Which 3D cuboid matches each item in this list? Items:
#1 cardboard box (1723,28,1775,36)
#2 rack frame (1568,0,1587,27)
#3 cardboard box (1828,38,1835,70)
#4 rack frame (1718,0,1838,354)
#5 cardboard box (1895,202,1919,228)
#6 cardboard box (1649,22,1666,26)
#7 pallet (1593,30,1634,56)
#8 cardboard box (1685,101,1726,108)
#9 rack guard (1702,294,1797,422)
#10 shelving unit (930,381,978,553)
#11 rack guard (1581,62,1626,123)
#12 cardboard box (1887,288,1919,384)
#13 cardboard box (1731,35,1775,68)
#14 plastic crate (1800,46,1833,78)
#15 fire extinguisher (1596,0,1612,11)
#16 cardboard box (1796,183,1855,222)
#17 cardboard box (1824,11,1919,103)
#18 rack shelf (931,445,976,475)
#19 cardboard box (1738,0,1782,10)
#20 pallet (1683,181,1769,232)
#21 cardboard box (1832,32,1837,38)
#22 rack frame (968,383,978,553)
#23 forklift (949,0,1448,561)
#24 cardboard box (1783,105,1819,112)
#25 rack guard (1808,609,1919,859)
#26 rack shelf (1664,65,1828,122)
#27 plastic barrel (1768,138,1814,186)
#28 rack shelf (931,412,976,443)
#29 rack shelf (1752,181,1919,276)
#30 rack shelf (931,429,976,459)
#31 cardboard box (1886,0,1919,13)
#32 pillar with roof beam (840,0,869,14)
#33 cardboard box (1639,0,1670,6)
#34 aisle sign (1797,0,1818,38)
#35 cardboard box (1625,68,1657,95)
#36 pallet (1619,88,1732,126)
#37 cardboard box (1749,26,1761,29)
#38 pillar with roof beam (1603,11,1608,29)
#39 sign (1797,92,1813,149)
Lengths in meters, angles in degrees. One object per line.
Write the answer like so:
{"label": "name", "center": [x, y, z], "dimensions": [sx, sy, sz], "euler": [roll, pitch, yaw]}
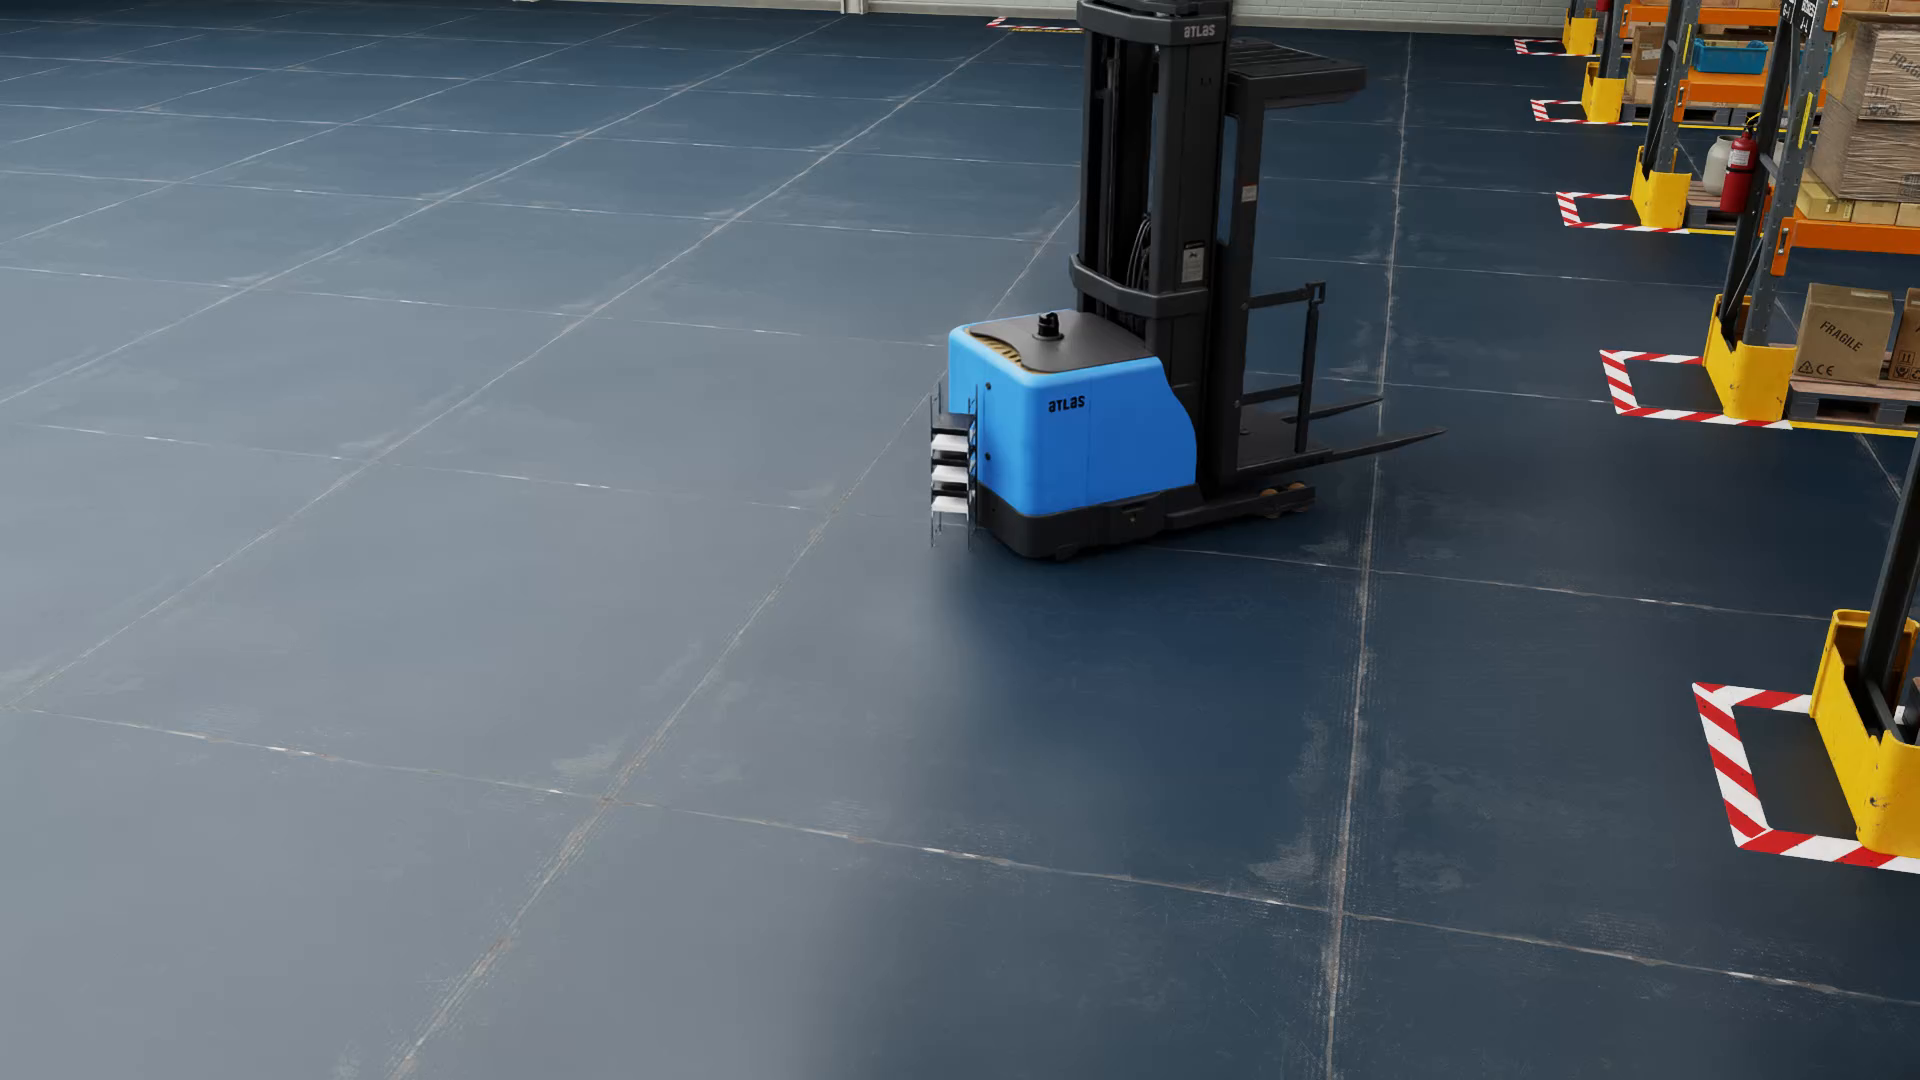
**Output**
{"label": "cardboard box", "center": [9.312, -5.764, 19.706], "dimensions": [0.500, 0.500, 0.500], "euler": [6, 26, 13]}
{"label": "rack frame", "center": [8.977, -8.575, 23.771], "dimensions": [0.127, 3.000, 1.000], "euler": [6, 26, 13]}
{"label": "cardboard box", "center": [10.151, -5.440, 19.024], "dimensions": [0.500, 0.500, 0.500], "euler": [6, 26, 13]}
{"label": "rack frame", "center": [5.276, -2.388, 10.777], "dimensions": [0.127, 3.000, 1.000], "euler": [6, 26, 13]}
{"label": "cardboard box", "center": [5.968, -2.077, 10.416], "dimensions": [0.250, 0.149, 0.380], "euler": [6, 26, 13]}
{"label": "cardboard box", "center": [10.177, -7.387, 23.892], "dimensions": [0.500, 0.311, 0.500], "euler": [9, 27, 17]}
{"label": "pallet", "center": [9.828, -7.206, 24.140], "dimensions": [1.213, 0.211, 1.003], "euler": [6, 26, 13]}
{"label": "cardboard box", "center": [8.696, -5.258, 19.515], "dimensions": [0.500, 0.250, 0.500], "euler": [6, 26, 13]}
{"label": "rack guard", "center": [5.349, -1.252, 11.297], "dimensions": [0.348, 0.500, 1.175], "euler": [6, 26, 13]}
{"label": "shelving unit", "center": [-0.031, -0.394, 9.031], "dimensions": [0.210, 0.900, 0.258], "euler": [5, 26, 10]}
{"label": "rack guard", "center": [7.723, -5.386, 19.981], "dimensions": [0.348, 0.500, 1.175], "euler": [6, 26, 13]}
{"label": "cardboard box", "center": [6.464, -1.326, 10.965], "dimensions": [0.500, 0.500, 0.500], "euler": [14, 29, 26]}
{"label": "cardboard box", "center": [9.183, -5.548, 19.251], "dimensions": [0.500, 0.500, 0.500], "euler": [6, 26, 13]}
{"label": "plastic crate", "center": [7.696, -4.382, 15.138], "dimensions": [0.408, 0.251, 0.499], "euler": [6, 26, 13]}
{"label": "fire extinguisher", "center": [7.748, -6.683, 19.888], "dimensions": [0.183, 0.674, 0.296], "euler": [6, 26, 13]}
{"label": "cardboard box", "center": [5.492, -2.145, 10.558], "dimensions": [0.250, 0.149, 0.380], "euler": [6, 26, 13]}
{"label": "cardboard box", "center": [5.870, -3.063, 10.569], "dimensions": [0.500, 0.500, 0.500], "euler": [6, 26, 13]}
{"label": "rack shelf", "center": [-0.031, -0.445, 9.007], "dimensions": [0.200, 0.077, 0.258], "euler": [5, 26, 10]}
{"label": "cardboard box", "center": [9.185, -6.392, 19.070], "dimensions": [0.500, 0.500, 0.700], "euler": [6, 26, 13]}
{"label": "pallet", "center": [7.380, -3.114, 15.544], "dimensions": [1.213, 0.211, 1.003], "euler": [6, 26, 13]}
{"label": "cardboard box", "center": [10.281, -5.658, 19.482], "dimensions": [0.500, 0.500, 0.500], "euler": [6, 26, 13]}
{"label": "rack frame", "center": [0.068, -0.386, 9.013], "dimensions": [0.006, 0.900, 0.240], "euler": [5, 26, 10]}
{"label": "forklift", "center": [1.477, -1.637, 9.278], "dimensions": [3.031, 2.935, 1.130], "euler": [-12, 28, -24]}
{"label": "cardboard box", "center": [9.663, -5.149, 19.286], "dimensions": [0.500, 0.250, 0.500], "euler": [6, 26, 13]}
{"label": "rack guard", "center": [3.919, 0.792, 7.005], "dimensions": [0.348, 0.500, 1.175], "euler": [6, 26, 13]}
{"label": "rack shelf", "center": [8.446, -3.911, 14.813], "dimensions": [4.000, 0.370, 1.077], "euler": [6, 26, 13]}
{"label": "plastic barrel", "center": [7.651, -3.424, 15.359], "dimensions": [0.421, 0.512, 0.421], "euler": [0, 25, 0]}
{"label": "rack shelf", "center": [-0.031, -0.608, 8.930], "dimensions": [0.200, 0.077, 0.258], "euler": [5, 26, 10]}
{"label": "rack shelf", "center": [7.213, -1.849, 10.482], "dimensions": [4.000, 0.370, 1.077], "euler": [6, 26, 13]}
{"label": "rack shelf", "center": [-0.031, -0.527, 8.968], "dimensions": [0.200, 0.077, 0.258], "euler": [5, 26, 10]}
{"label": "cardboard box", "center": [10.677, -6.228, 18.725], "dimensions": [0.500, 0.500, 0.700], "euler": [6, 26, 12]}
{"label": "pillar with roof beam", "center": [-2.824, -11.061, 22.015], "dimensions": [0.400, 9.000, 9.100], "euler": [6, 26, 13]}
{"label": "cardboard box", "center": [8.196, -6.502, 19.301], "dimensions": [0.500, 0.500, 0.700], "euler": [6, 26, 13]}
{"label": "aisle sign", "center": [5.141, -3.444, 9.970], "dimensions": [0.004, 0.787, 0.394], "euler": [6, 26, 13]}
{"label": "cardboard box", "center": [8.340, -5.526, 20.077], "dimensions": [0.500, 0.250, 0.500], "euler": [6, 26, 13]}
{"label": "pallet", "center": [8.498, -5.189, 19.903], "dimensions": [1.213, 0.211, 1.003], "euler": [6, 26, 13]}
{"label": "cardboard box", "center": [11.307, -7.238, 23.767], "dimensions": [0.250, 0.149, 0.380], "euler": [4, 26, 9]}
{"label": "pillar with roof beam", "center": [8.798, -9.776, 19.316], "dimensions": [0.400, 9.000, 9.100], "euler": [6, 26, 13]}
{"label": "sign", "center": [5.141, -2.553, 10.116], "dimensions": [0.005, 0.325, 0.100], "euler": [6, 26, 13]}
